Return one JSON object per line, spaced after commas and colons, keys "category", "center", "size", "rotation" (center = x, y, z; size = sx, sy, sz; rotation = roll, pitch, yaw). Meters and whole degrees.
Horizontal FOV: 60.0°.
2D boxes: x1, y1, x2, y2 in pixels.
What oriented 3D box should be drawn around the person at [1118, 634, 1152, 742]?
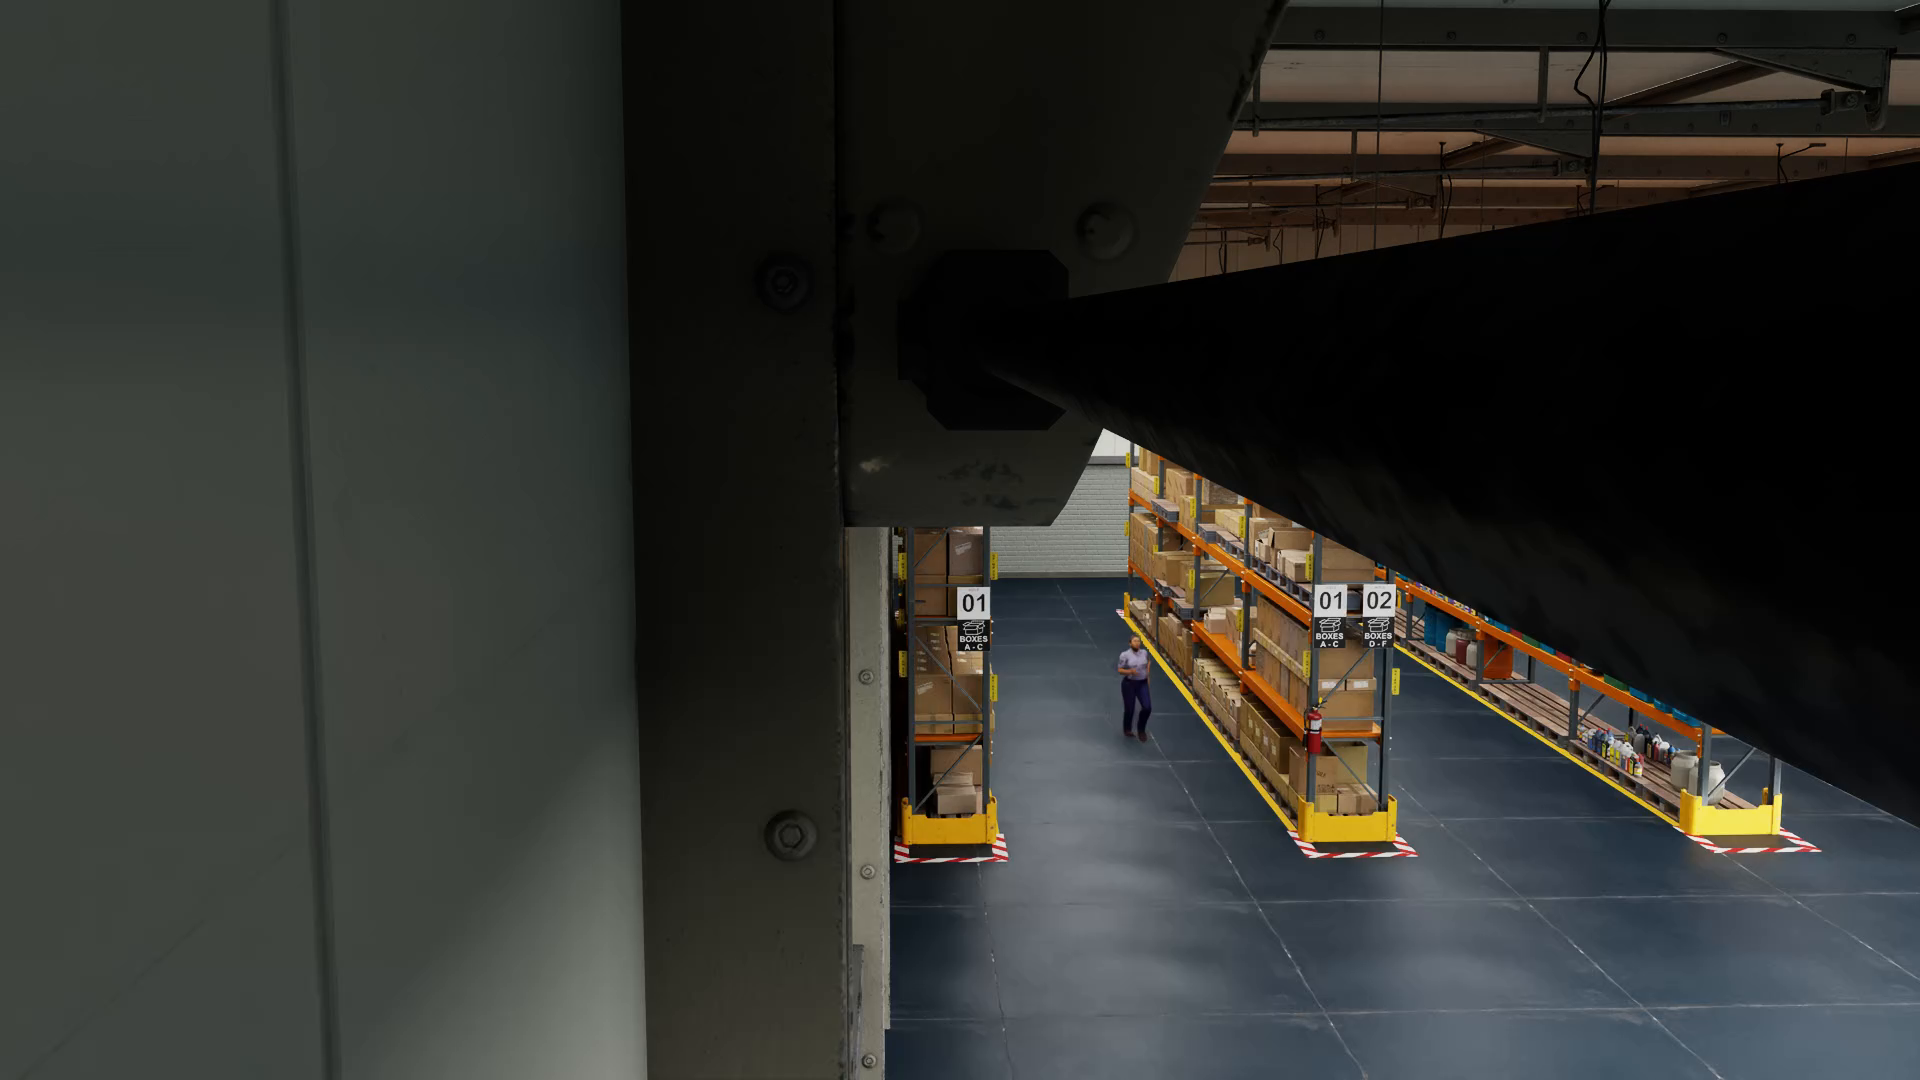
{"category": "person", "center": [2.697, 2.307, 25.457], "size": [0.586, 1.615, 0.661], "rotation": [-2, 7, -12]}
